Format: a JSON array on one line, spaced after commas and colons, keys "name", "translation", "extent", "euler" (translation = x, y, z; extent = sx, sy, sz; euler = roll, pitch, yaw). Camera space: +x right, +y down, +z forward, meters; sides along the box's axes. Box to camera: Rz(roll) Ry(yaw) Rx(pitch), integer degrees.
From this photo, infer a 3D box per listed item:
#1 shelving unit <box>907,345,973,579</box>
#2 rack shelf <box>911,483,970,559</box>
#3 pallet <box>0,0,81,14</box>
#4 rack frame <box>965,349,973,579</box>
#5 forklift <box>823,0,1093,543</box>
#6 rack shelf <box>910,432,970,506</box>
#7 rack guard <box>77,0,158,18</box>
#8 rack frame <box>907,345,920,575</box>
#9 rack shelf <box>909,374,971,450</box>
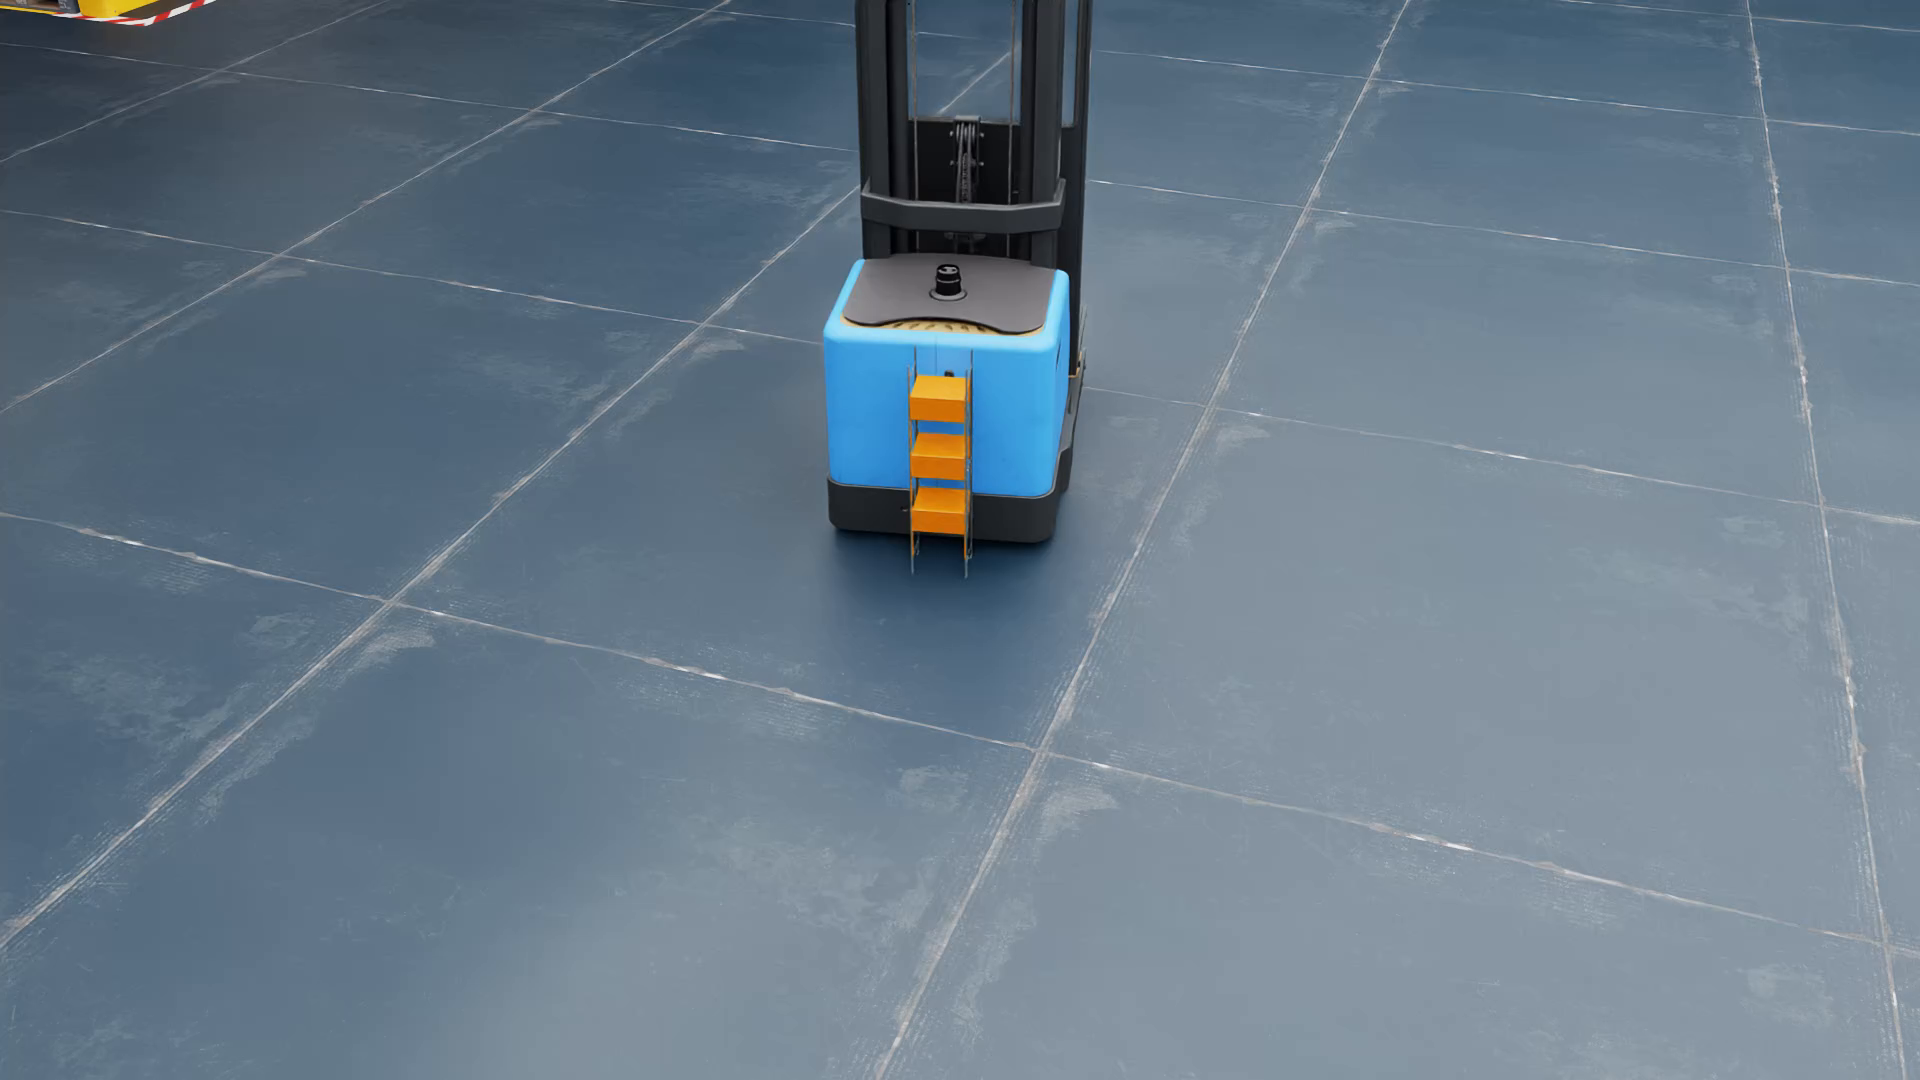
[{"name": "shelving unit", "translation": [-0.082, -0.328, 7.289], "extent": [0.252, 1.050, 0.215], "euler": [4, 33, 6]}, {"name": "rack shelf", "translation": [-0.082, -0.086, 7.446], "extent": [0.240, 0.259, 0.215], "euler": [4, 33, 6]}, {"name": "pallet", "translation": [-8.482, -5.252, 15.689], "extent": [1.213, 0.211, 1.003], "euler": [11, 34, 16]}, {"name": "rack frame", "translation": [0.039, -0.319, 7.276], "extent": [0.008, 1.050, 0.200], "euler": [4, 33, 6]}, {"name": "forklift", "translation": [0.094, -2.002, 8.149], "extent": [1.130, 2.935, 3.031], "euler": [4, 33, 6]}, {"name": "rack shelf", "translation": [-0.082, -0.319, 7.295], "extent": [0.240, 0.259, 0.215], "euler": [4, 33, 6]}, {"name": "rack guard", "translation": [-7.681, -5.262, 15.439], "extent": [0.348, 0.500, 1.175], "euler": [11, 34, 16]}, {"name": "rack frame", "translation": [-0.203, -0.336, 7.303], "extent": [0.008, 1.050, 0.200], "euler": [4, 33, 6]}, {"name": "rack shelf", "translation": [-0.083, -0.557, 7.141], "extent": [0.240, 0.259, 0.215], "euler": [4, 33, 6]}]
